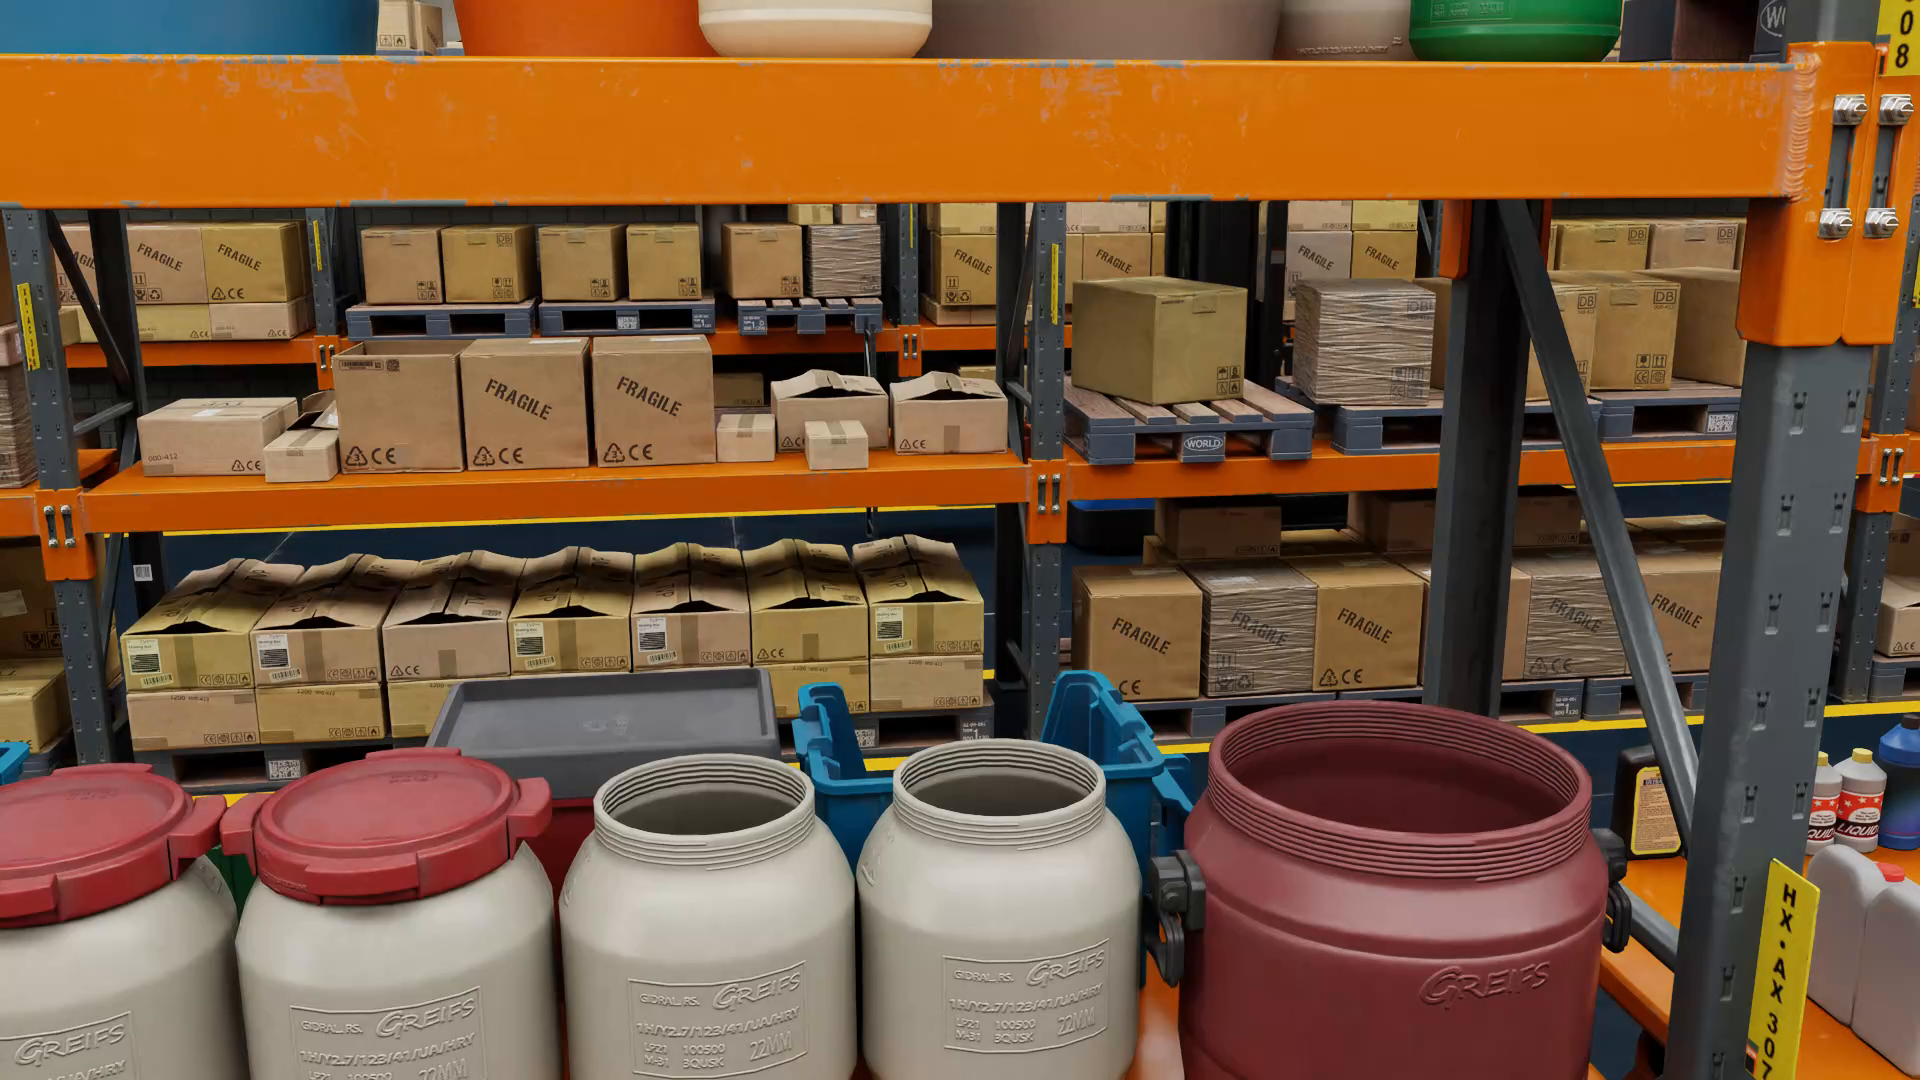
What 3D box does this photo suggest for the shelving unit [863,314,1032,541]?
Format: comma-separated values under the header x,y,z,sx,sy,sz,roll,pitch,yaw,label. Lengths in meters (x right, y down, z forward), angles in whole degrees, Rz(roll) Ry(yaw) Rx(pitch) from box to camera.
x,y,z,sx,sy,sz,roll,pitch,yaw,label
-0.084,-0.724,11.027,1.048,1.500,0.538,-2,14,-8,shelving unit

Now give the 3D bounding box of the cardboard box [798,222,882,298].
x,y,z,sx,sy,sz,roll,pitch,yaw,label
-0.897,-2.069,12.196,0.500,0.500,0.700,-4,15,-15,cardboard box

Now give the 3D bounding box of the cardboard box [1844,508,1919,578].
x,y,z,sx,sy,sz,roll,pitch,yaw,label
4.784,0.130,8.772,0.500,0.500,0.500,-2,14,-8,cardboard box

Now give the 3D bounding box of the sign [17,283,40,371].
x,y,z,sx,sy,sz,roll,pitch,yaw,label
-3.564,-0.815,6.364,0.005,0.325,0.100,-2,14,-8,sign

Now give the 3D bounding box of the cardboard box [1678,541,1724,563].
x,y,z,sx,sy,sz,roll,pitch,yaw,label
3.818,0.306,8.071,0.500,0.500,0.500,-2,14,-9,cardboard box

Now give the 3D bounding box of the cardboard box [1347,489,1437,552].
x,y,z,sx,sy,sz,roll,pitch,yaw,label
2.264,-0.132,8.273,0.500,0.250,0.500,-2,14,-9,cardboard box

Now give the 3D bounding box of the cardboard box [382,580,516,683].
x,y,z,sx,sy,sz,roll,pitch,yaw,label
-2.195,0.377,7.190,0.500,0.311,0.500,-3,14,-10,cardboard box

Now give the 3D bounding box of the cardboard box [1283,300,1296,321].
x,y,z,sx,sy,sz,roll,pitch,yaw,label
2.468,-1.742,12.478,0.250,0.149,0.380,-2,14,-8,cardboard box

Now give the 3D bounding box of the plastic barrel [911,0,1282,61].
x,y,z,sx,sy,sz,roll,pitch,yaw,label
0.197,-1.164,2.501,0.600,0.901,0.600,0,14,0,plastic barrel

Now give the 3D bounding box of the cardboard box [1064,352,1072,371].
x,y,z,sx,sy,sz,roll,pitch,yaw,label
1.180,-1.013,12.651,0.750,0.750,0.750,-2,14,-9,cardboard box

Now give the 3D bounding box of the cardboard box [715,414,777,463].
x,y,z,sx,sy,sz,roll,pitch,yaw,label
-0.945,-0.454,7.381,0.250,0.149,0.380,-1,14,-4,cardboard box

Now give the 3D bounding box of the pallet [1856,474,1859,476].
x,y,z,sx,sy,sz,roll,pitch,yaw,label
6.698,-0.716,13.644,1.213,0.211,1.003,-2,14,-8,pallet

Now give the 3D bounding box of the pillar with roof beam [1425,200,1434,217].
x,y,z,sx,sy,sz,roll,pitch,yaw,label
4.726,-4.080,8.990,0.400,9.000,9.100,-2,14,-8,pillar with roof beam

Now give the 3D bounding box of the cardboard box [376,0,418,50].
x,y,z,sx,sy,sz,roll,pitch,yaw,label
-2.494,-2.117,6.775,0.500,0.250,0.500,-4,15,-14,cardboard box

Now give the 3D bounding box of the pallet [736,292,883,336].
x,y,z,sx,sy,sz,roll,pitch,yaw,label
-1.123,-1.682,12.158,1.003,0.211,1.213,-2,14,-8,pallet

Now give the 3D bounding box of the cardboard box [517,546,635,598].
x,y,z,sx,sy,sz,roll,pitch,yaw,label
-1.785,0.229,7.780,0.500,0.311,0.500,-2,14,-9,cardboard box

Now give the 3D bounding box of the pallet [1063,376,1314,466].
x,y,z,sx,sy,sz,roll,pitch,yaw,label
0.967,-0.584,7.778,1.003,0.211,1.213,-2,14,-8,pallet

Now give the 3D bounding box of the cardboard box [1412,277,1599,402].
x,y,z,sx,sy,sz,roll,pitch,yaw,label
2.525,-0.954,7.789,0.500,0.500,0.700,-6,15,-23,cardboard box

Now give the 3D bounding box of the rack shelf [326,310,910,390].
x,y,z,sx,sy,sz,roll,pitch,yaw,label
-2.412,-1.405,12.138,4.000,0.370,1.077,-2,14,-8,rack shelf

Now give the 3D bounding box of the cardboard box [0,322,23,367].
x,y,z,sx,sy,sz,roll,pitch,yaw,label
-3.885,-0.792,6.675,0.250,0.149,0.380,-2,14,-8,cardboard box

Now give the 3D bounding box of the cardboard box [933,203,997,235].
x,y,z,sx,sy,sz,roll,pitch,yaw,label
0.082,-2.348,12.020,0.500,0.250,0.500,-2,14,-7,cardboard box

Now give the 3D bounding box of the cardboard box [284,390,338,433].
x,y,z,sx,sy,sz,roll,pitch,yaw,label
-2.806,-0.501,7.330,0.258,0.266,0.396,-2,14,-10,cardboard box

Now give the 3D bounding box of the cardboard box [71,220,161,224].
x,y,z,sx,sy,sz,roll,pitch,yaw,label
-5.891,-1.981,11.681,0.500,0.500,0.500,-2,14,-7,cardboard box

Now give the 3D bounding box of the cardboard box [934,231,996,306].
x,y,z,sx,sy,sz,roll,pitch,yaw,label
0.084,-1.985,12.114,0.500,0.500,0.500,-2,14,-7,cardboard box

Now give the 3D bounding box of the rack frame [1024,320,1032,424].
x,y,z,sx,sy,sz,roll,pitch,yaw,label
0.418,-0.743,11.101,0.032,1.500,0.500,-2,14,-8,rack frame

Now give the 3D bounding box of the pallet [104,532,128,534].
x,y,z,sx,sy,sz,roll,pitch,yaw,label
-6.257,-0.251,11.790,1.213,0.211,1.003,-2,14,-8,pallet

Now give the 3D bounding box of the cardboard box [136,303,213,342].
x,y,z,sx,sy,sz,roll,pitch,yaw,label
-5.307,-1.513,11.354,0.500,0.250,0.500,-2,14,-8,cardboard box

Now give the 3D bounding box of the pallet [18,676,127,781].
x,y,z,sx,sy,sz,roll,pitch,yaw,label
-4.440,0.881,7.275,1.213,0.211,1.003,-2,14,-8,pallet

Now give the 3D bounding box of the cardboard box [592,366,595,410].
x,y,z,sx,sy,sz,roll,pitch,yaw,label
-2.715,-1.114,12.189,0.500,0.250,0.500,-3,14,-10,cardboard box

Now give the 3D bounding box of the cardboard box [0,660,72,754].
x,y,z,sx,sy,sz,roll,pitch,yaw,label
-4.074,0.709,7.018,0.500,0.250,0.500,-2,14,-8,cardboard box

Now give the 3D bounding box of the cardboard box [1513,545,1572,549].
x,y,z,sx,sy,sz,roll,pitch,yaw,label
2.727,0.216,8.429,0.500,0.500,0.500,-2,14,-8,cardboard box

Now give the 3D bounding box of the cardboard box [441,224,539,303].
x,y,z,sx,sy,sz,roll,pitch,yaw,label
-3.327,-1.972,11.811,0.500,0.500,0.700,-1,14,-3,cardboard box

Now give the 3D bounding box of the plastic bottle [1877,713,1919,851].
x,y,z,sx,sy,sz,roll,pitch,yaw,label
1.916,0.486,3.381,0.097,0.271,0.097,0,14,0,plastic bottle

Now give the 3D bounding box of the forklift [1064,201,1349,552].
x,y,z,sx,sy,sz,roll,pitch,yaw,label
2.160,-1.495,11.156,3.031,2.935,1.130,-3,14,-10,forklift

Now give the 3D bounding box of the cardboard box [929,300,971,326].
x,y,z,sx,sy,sz,roll,pitch,yaw,label
-0.074,-1.671,12.193,0.250,0.149,0.380,-2,14,-9,cardboard box

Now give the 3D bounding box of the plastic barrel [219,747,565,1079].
x,y,z,sx,sy,sz,roll,pitch,yaw,label
-0.781,0.611,2.339,0.433,0.535,0.433,0,14,0,plastic barrel

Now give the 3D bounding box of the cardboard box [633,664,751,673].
x,y,z,sx,sy,sz,roll,pitch,yaw,label
-1.183,0.609,7.415,0.500,0.250,0.500,-2,14,-7,cardboard box

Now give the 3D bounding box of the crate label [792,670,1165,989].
x,y,z,sx,sy,sz,roll,pitch,yaw,label
0.019,0.510,2.949,0.616,0.435,0.502,-2,14,-8,crate label

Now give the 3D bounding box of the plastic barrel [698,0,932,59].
x,y,z,sx,sy,sz,roll,pitch,yaw,label
-0.181,-0.729,2.082,0.301,0.262,0.301,0,14,0,plastic barrel

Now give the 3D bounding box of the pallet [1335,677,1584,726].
x,y,z,sx,sy,sz,roll,pitch,yaw,label
2.255,0.656,8.173,1.213,0.211,1.003,-2,14,-8,pallet

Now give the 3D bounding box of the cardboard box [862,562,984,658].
x,y,z,sx,sy,sz,roll,pitch,yaw,label
-0.174,0.301,7.492,0.500,0.311,0.500,-2,14,-7,cardboard box

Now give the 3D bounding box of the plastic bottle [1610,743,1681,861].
x,y,z,sx,sy,sz,roll,pitch,yaw,label
1.378,0.496,3.319,0.133,0.283,0.061,-2,14,-8,plastic bottle

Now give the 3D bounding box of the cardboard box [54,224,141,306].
x,y,z,sx,sy,sz,roll,pitch,yaw,label
-5.803,-1.856,11.181,0.500,0.500,0.500,-3,14,-10,cardboard box

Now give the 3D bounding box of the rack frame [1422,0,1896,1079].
x,y,z,sx,sy,sz,roll,pitch,yaw,label
1.042,0.557,2.834,0.053,2.616,0.949,-2,14,-8,rack frame

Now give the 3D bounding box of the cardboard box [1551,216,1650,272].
x,y,z,sx,sy,sz,roll,pitch,yaw,label
4.783,-2.158,13.044,0.700,0.700,0.980,-2,14,-10,cardboard box

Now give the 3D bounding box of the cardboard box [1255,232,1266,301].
x,y,z,sx,sy,sz,roll,pitch,yaw,label
2.101,-2.060,12.411,0.500,0.500,0.500,-2,14,-8,cardboard box

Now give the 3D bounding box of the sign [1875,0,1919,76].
x,y,z,sx,sy,sz,roll,pitch,yaw,label
1.131,-0.716,1.959,0.005,0.325,0.100,-2,14,-8,sign

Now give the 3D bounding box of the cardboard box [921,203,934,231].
x,y,z,sx,sy,sz,roll,pitch,yaw,label
-0.024,-2.472,12.512,0.500,0.250,0.500,-2,14,-7,cardboard box

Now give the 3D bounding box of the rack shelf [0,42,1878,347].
x,y,z,sx,sy,sz,roll,pitch,yaw,label
-0.936,-0.477,2.271,4.000,0.370,1.077,-2,14,-8,rack shelf

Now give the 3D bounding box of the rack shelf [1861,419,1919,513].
x,y,z,sx,sy,sz,roll,pitch,yaw,label
6.241,-0.504,8.543,4.000,0.370,1.077,-2,14,-8,rack shelf

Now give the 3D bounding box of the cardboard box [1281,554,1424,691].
x,y,z,sx,sy,sz,roll,pitch,yaw,label
1.814,0.379,7.780,0.500,0.500,0.500,-2,14,-9,cardboard box

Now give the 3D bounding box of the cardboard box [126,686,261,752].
x,y,z,sx,sy,sz,roll,pitch,yaw,label
-3.212,0.685,7.115,0.500,0.250,0.500,-2,14,-10,cardboard box
